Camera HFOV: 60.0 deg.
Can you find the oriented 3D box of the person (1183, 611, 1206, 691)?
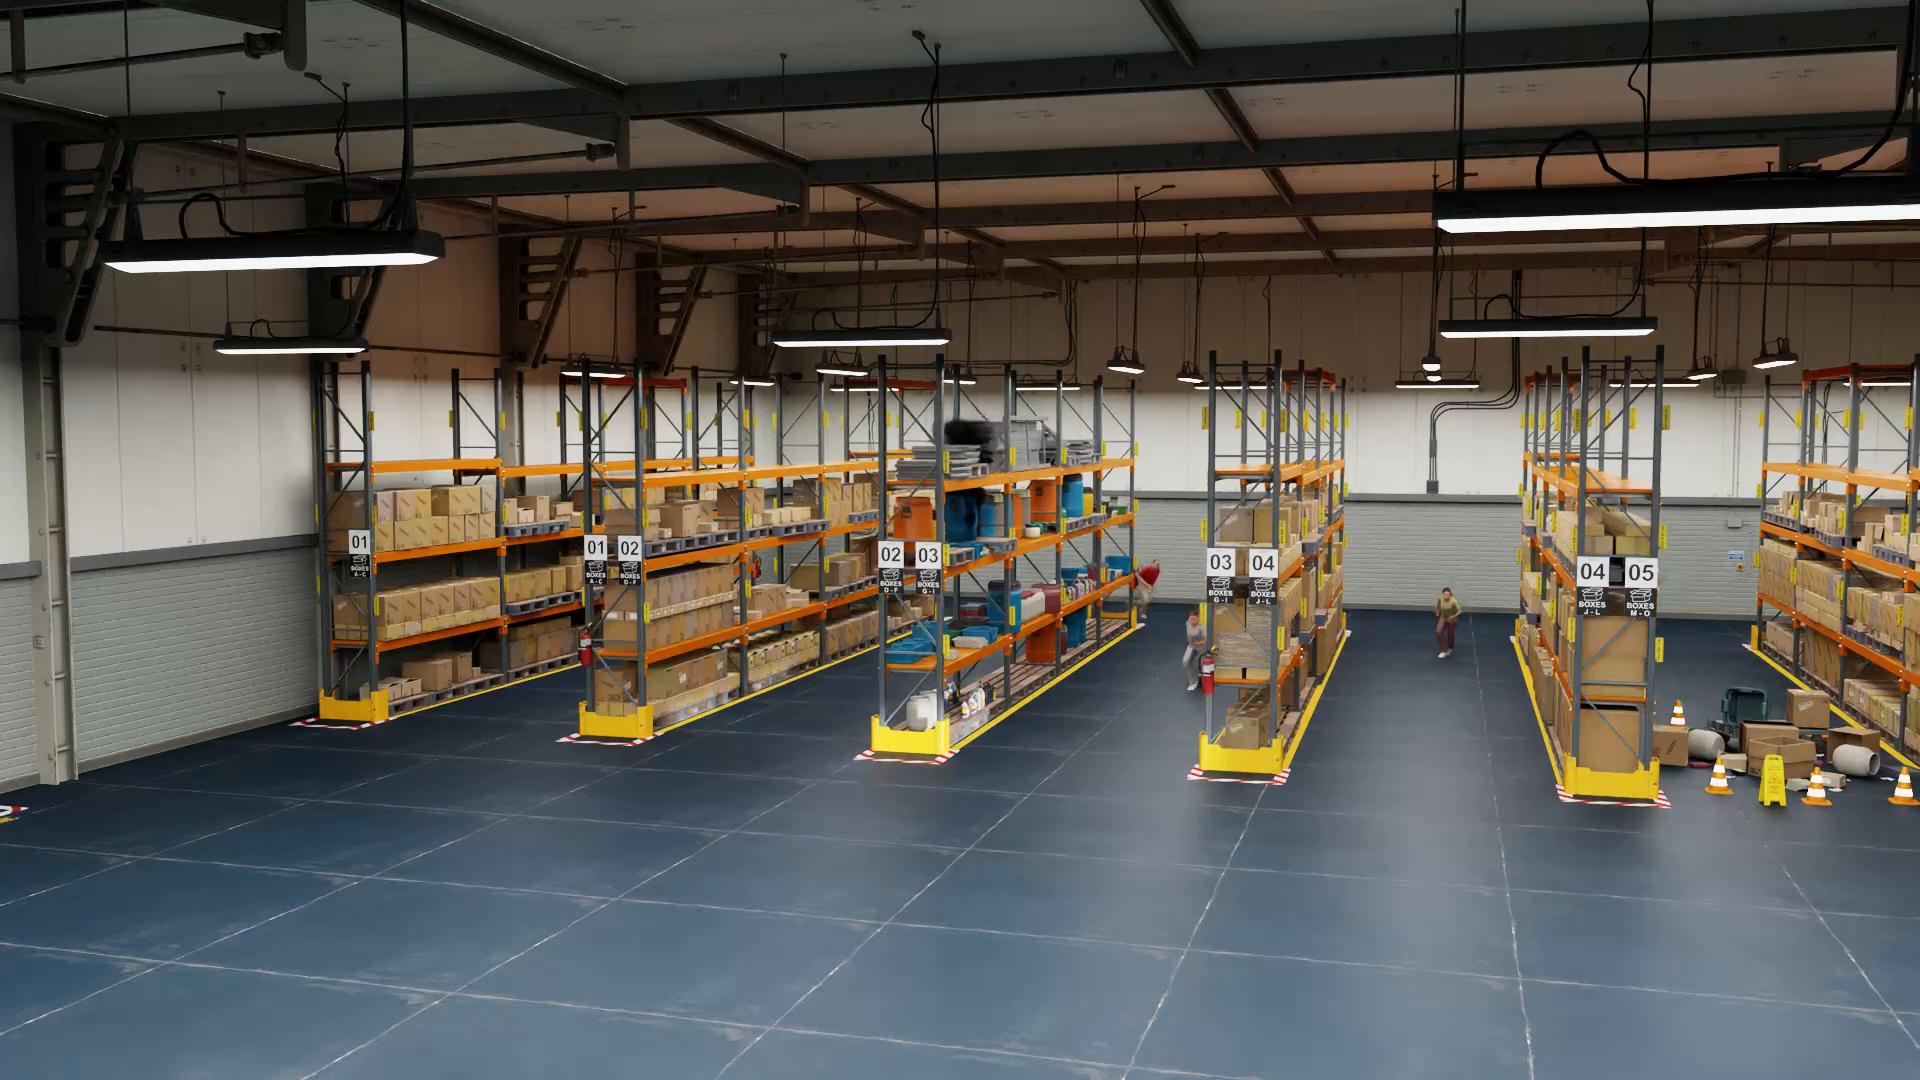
[{"bbox_3d":[4.432,2.024,30.925,0.594,1.500,1.031,2,5,31],"label":"person"}]

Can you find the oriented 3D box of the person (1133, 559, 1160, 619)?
[{"bbox_3d":[4.747,1.230,42.279,0.681,1.534,0.888,-4,5,-41],"label":"person"}]

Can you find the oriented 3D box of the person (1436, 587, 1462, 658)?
[{"bbox_3d":[10.390,1.718,35.244,0.601,1.474,1.008,3,5,32],"label":"person"}]
